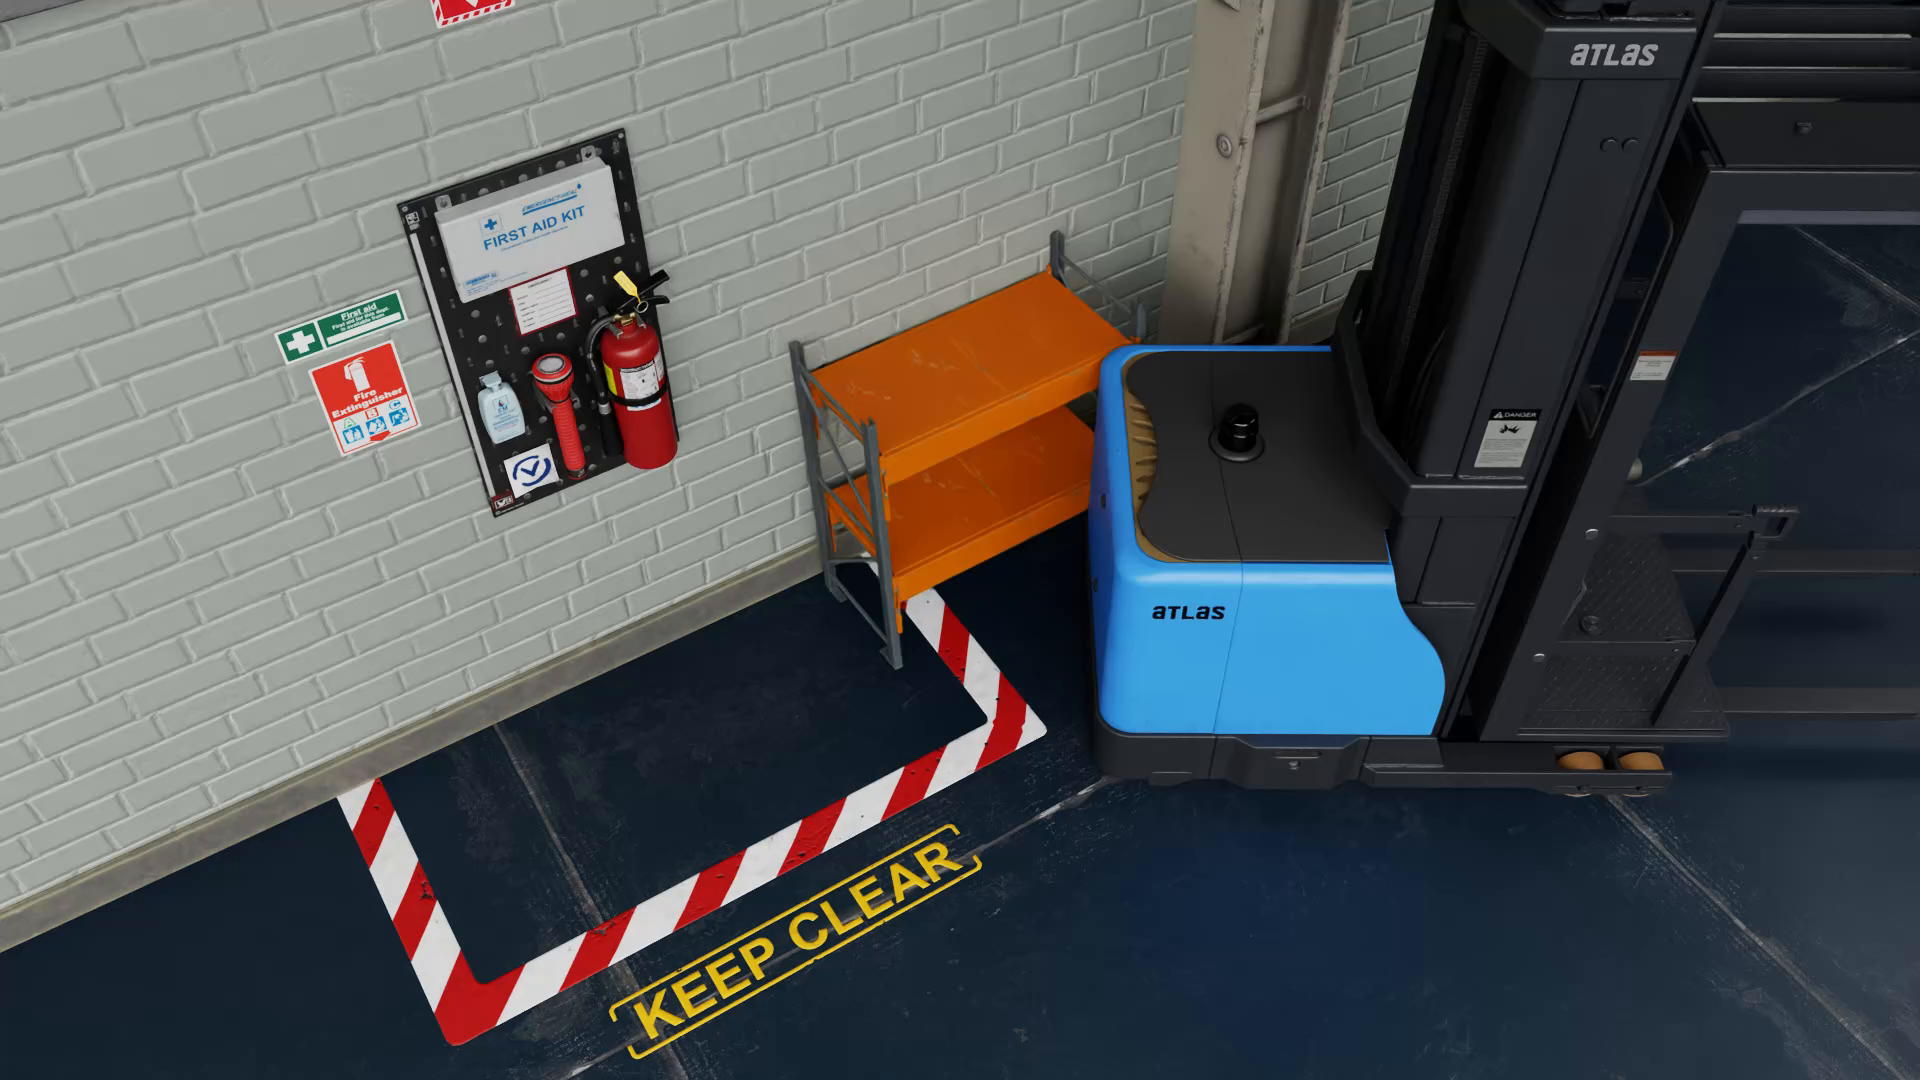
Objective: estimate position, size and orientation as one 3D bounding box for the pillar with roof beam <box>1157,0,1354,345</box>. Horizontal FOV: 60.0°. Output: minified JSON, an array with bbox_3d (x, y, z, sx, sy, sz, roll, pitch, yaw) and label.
[{"bbox_3d":[3.302,-0.766,0.906,0.400,9.000,9.100,-25,53,-21],"label":"pillar with roof beam"}]

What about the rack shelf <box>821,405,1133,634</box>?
[{"bbox_3d":[0.065,-0.130,5.904,1.000,0.278,0.538,-26,49,-21],"label":"rack shelf"}]

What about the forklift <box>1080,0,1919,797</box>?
[{"bbox_3d":[1.953,-0.528,4.758,3.031,2.935,1.130,0,48,0],"label":"forklift"}]

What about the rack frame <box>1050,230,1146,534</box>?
[{"bbox_3d":[0.481,-0.511,5.911,0.032,1.125,0.500,-26,49,-21],"label":"rack frame"}]

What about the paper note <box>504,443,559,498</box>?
[{"bbox_3d":[-1.292,-0.209,5.018,0.142,0.148,0.016,-25,53,-21],"label":"paper note"}]

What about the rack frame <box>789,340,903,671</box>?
[{"bbox_3d":[-0.373,-0.092,5.552,0.032,1.125,0.500,-26,49,-21],"label":"rack frame"}]

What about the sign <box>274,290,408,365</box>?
[{"bbox_3d":[-1.619,-0.558,4.360,0.331,0.109,0.001,-25,53,-21],"label":"sign"}]

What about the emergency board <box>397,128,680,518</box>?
[{"bbox_3d":[-1.105,-0.529,4.713,0.643,1.169,0.194,-25,53,-21],"label":"emergency board"}]

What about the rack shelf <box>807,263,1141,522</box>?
[{"bbox_3d":[0.040,-0.508,5.524,1.000,0.278,0.538,-26,49,-21],"label":"rack shelf"}]

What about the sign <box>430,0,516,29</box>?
[{"bbox_3d":[-1.165,-1.360,3.900,0.199,0.298,0.001,-25,53,-21],"label":"sign"}]

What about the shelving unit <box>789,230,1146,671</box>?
[{"bbox_3d":[0.054,-0.302,5.731,1.048,1.125,0.538,-26,49,-21],"label":"shelving unit"}]

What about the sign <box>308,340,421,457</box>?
[{"bbox_3d":[-1.628,-0.386,4.561,0.234,0.329,0.001,-25,53,-21],"label":"sign"}]
